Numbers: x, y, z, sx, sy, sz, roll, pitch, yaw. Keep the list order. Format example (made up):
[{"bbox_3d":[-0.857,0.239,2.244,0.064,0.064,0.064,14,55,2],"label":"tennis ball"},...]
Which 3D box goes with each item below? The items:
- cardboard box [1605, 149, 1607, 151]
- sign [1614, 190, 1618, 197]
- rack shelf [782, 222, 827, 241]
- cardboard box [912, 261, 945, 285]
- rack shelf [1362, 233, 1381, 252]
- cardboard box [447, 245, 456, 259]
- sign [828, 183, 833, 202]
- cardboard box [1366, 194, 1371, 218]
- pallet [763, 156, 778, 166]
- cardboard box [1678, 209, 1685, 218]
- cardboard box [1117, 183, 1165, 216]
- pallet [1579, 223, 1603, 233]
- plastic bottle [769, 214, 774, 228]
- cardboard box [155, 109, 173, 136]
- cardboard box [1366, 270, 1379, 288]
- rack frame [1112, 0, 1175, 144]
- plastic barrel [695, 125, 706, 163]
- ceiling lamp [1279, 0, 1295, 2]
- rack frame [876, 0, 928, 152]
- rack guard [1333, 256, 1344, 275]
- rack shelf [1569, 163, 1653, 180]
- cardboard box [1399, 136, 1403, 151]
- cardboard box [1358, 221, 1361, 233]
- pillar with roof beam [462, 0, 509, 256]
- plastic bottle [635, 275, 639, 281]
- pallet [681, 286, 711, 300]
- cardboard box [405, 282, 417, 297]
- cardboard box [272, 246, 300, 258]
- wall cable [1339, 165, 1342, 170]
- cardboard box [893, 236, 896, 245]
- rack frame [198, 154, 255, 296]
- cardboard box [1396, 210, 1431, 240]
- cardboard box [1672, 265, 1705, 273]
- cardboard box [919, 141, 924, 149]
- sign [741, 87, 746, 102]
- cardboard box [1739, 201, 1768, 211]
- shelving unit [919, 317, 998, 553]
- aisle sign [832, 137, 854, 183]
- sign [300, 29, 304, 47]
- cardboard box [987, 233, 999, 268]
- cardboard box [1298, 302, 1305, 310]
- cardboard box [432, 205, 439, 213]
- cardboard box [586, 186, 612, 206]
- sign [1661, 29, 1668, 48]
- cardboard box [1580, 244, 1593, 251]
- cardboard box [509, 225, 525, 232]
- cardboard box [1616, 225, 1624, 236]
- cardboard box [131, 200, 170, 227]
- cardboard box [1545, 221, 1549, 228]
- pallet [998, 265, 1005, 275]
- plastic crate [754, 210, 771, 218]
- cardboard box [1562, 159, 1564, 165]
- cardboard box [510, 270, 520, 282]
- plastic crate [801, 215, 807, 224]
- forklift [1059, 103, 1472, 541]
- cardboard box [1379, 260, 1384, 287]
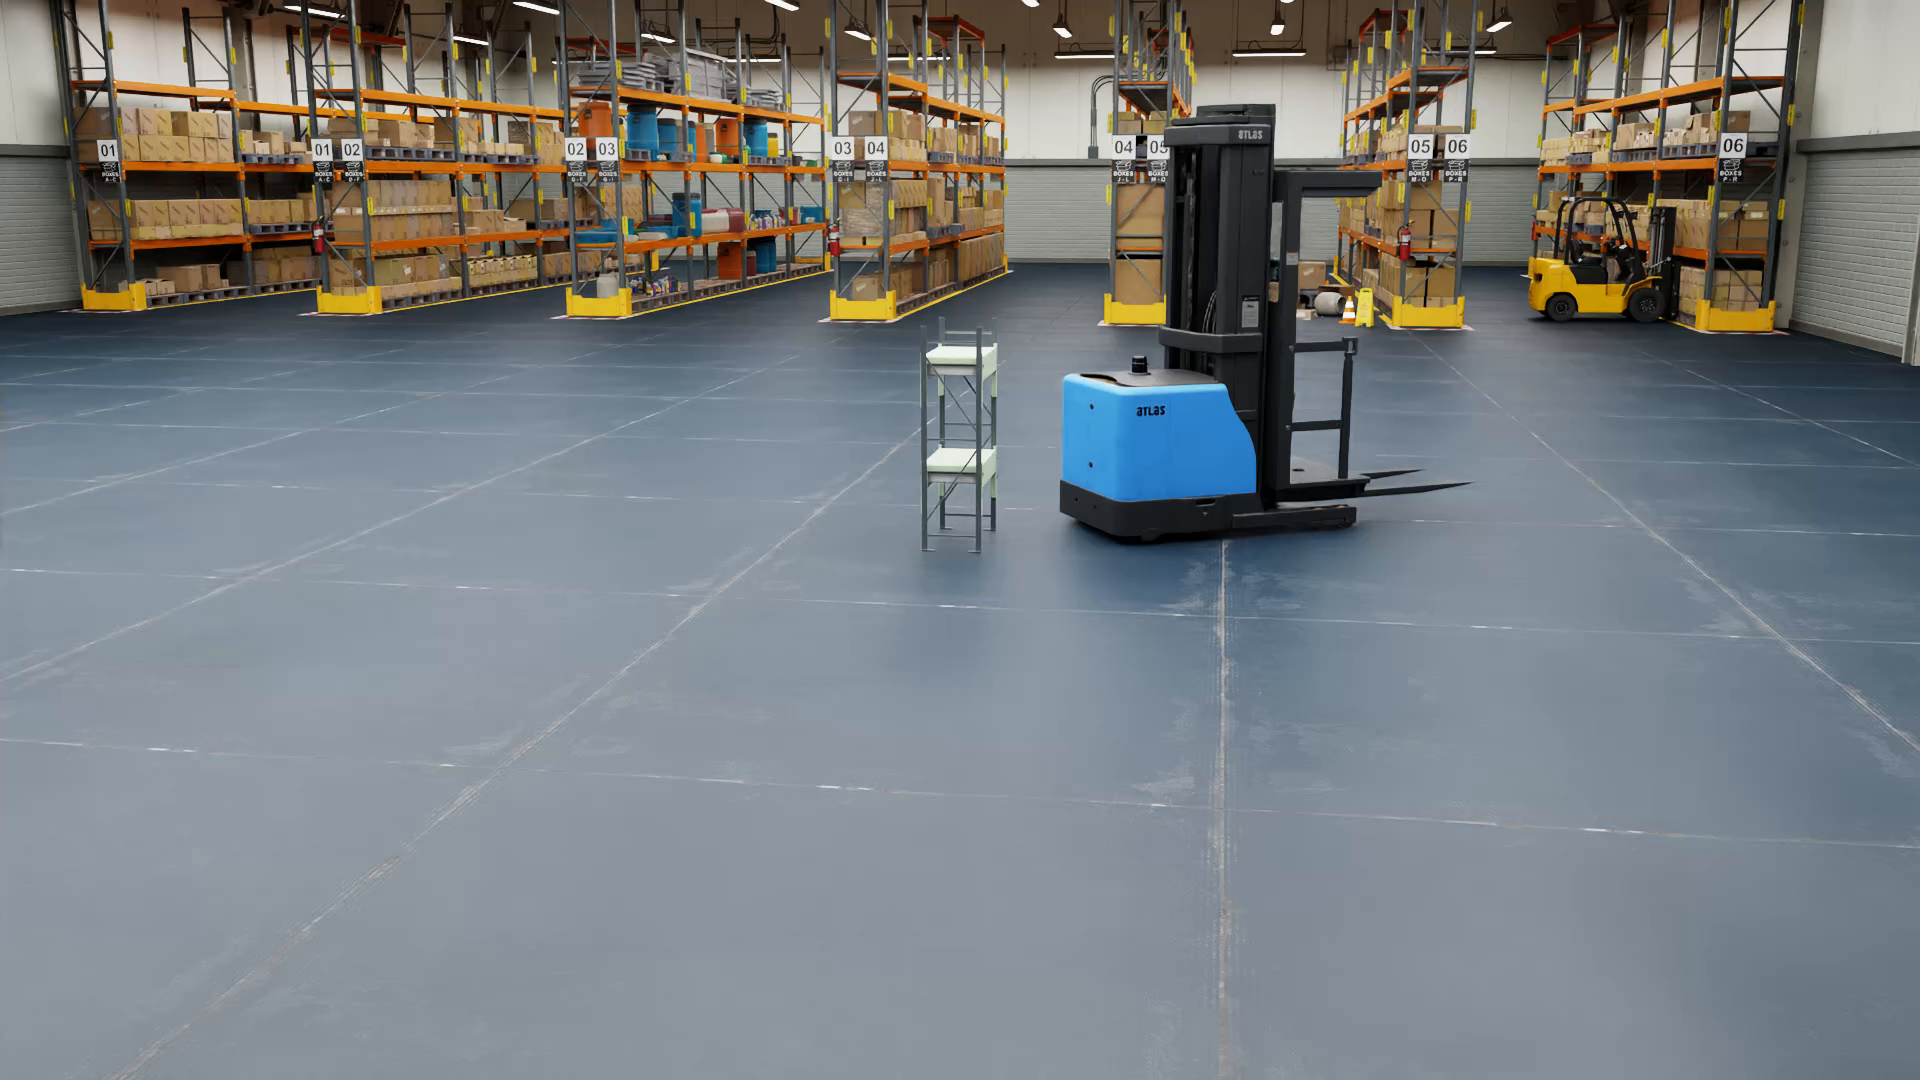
[{"bbox_3d":[14.105,-8.425,35.758,0.380,0.149,0.250,2,12,10],"label":"cardboard box"},{"bbox_3d":[15.328,-8.030,38.886,0.100,0.325,0.005,2,12,9],"label":"sign"},{"bbox_3d":[-4.505,-8.188,44.073,1.077,0.370,4.000,2,12,9],"label":"rack shelf"},{"bbox_3d":[-0.689,-5.867,36.486,0.700,0.500,0.500,1,12,4],"label":"cardboard box"},{"bbox_3d":[8.951,-6.041,34.111,1.077,0.370,4.000,2,12,9],"label":"rack shelf"},{"bbox_3d":[-14.223,-7.791,45.461,0.700,0.500,0.500,2,12,10],"label":"cardboard box"},{"bbox_3d":[-2.309,-6.207,29.677,0.100,0.325,0.005,2,12,9],"label":"sign"},{"bbox_3d":[8.961,-7.122,35.481,0.500,0.500,0.500,2,12,7],"label":"cardboard box"},{"bbox_3d":[-5.008,-9.094,39.901,1.003,0.211,1.213,2,12,9],"label":"pallet"},{"bbox_3d":[12.982,-5.803,29.523,0.380,0.149,0.250,2,12,7],"label":"cardboard box"},{"bbox_3d":[3.217,-5.960,29.109,0.875,0.550,0.550,2,12,9],"label":"cardboard box"},{"bbox_3d":[14.459,-6.960,37.124,1.003,0.211,1.213,2,12,9],"label":"pallet"},{"bbox_3d":[-4.659,-7.858,40.955,0.144,0.351,0.185,2,12,9],"label":"plastic bottle"},{"bbox_3d":[-15.953,-8.242,32.839,0.500,0.500,0.500,2,12,10],"label":"cardboard box"},{"bbox_3d":[9.057,-5.458,34.941,0.950,0.372,0.625,2,12,8],"label":"cardboard box"},{"bbox_3d":[3.122,-8.215,28.254,1.000,3.000,0.127,2,12,9],"label":"rack frame"},{"bbox_3d":[-5.869,-8.666,36.448,0.600,0.830,0.708,2,12,9],"label":"plastic barrel"},{"bbox_3d":[6.465,-11.805,31.055,0.800,3.185,2.000,2,12,9],"label":"ceiling lamp"},{"bbox_3d":[-1.148,-9.230,32.961,1.000,3.000,0.127,2,12,9],"label":"rack frame"},{"bbox_3d":[10.493,-7.257,43.981,1.175,0.500,0.348,2,12,9],"label":"rack guard"},{"bbox_3d":[14.472,-8.180,36.916,1.077,0.370,4.000,2,12,9],"label":"rack shelf"},{"bbox_3d":[7.933,-6.901,28.926,0.500,0.250,0.500,2,12,8],"label":"cardboard box"},{"bbox_3d":[9.143,-6.956,37.006,0.500,0.250,0.500,2,12,10],"label":"cardboard box"},{"bbox_3d":[-10.172,-12.660,48.877,9.100,9.000,0.548,2,12,9],"label":"pillar with roof beam"},{"bbox_3d":[-6.577,-5.223,33.853,0.144,0.351,0.185,2,12,10],"label":"plastic bottle"},{"bbox_3d":[-5.960,-5.259,35.396,1.003,0.211,1.213,2,12,9],"label":"pallet"},{"bbox_3d":[-11.099,-4.960,32.919,0.500,0.250,0.500,2,12,9],"label":"cardboard box"},{"bbox_3d":[-15.499,-6.596,38.087,0.500,0.250,0.500,2,12,8],"label":"cardboard box"},{"bbox_3d":[11.333,-10.161,49.034,0.585,1.953,0.123,2,12,9],"label":"wall cable"},{"bbox_3d":[-1.374,-5.496,30.473,0.380,0.149,0.250,2,12,9],"label":"cardboard box"},{"bbox_3d":[-15.832,-6.779,35.827,1.000,3.000,0.127,2,12,9],"label":"rack frame"},{"bbox_3d":[7.840,-5.460,28.763,0.500,0.500,0.500,2,12,8],"label":"cardboard box"},{"bbox_3d":[12.922,-4.756,29.600,0.500,0.250,0.500,2,12,8],"label":"cardboard box"},{"bbox_3d":[-0.913,-7.808,32.893,0.380,0.149,0.250,2,12,10],"label":"cardboard box"},{"bbox_3d":[-4.883,-10.049,37.527,0.100,0.325,0.005,2,12,9],"label":"sign"},{"bbox_3d":[13.196,-5.558,27.679,0.380,0.149,0.250,2,12,8],"label":"cardboard box"},{"bbox_3d":[-0.001,-0.732,11.329,0.431,1.500,0.755,2,12,9],"label":"shelving unit"},{"bbox_3d":[-2.070,-6.732,29.441,0.394,0.787,0.004,2,12,9],"label":"aisle sign"},{"bbox_3d":[-12.086,-9.235,30.579,0.100,0.325,0.005,2,12,9],"label":"sign"},{"bbox_3d":[0.538,-7.637,43.855,0.875,0.875,0.875,2,12,9],"label":"cardboard box"},{"bbox_3d":[6.398,-4.539,31.927,0.258,0.266,0.396,-7,14,-30],"label":"cardboard box"},{"bbox_3d":[-10.884,-6.761,33.967,0.380,0.149,0.250,2,12,9],"label":"cardboard box"},{"bbox_3d":[-9.356,-8.911,43.110,0.500,0.500,0.500,2,12,10],"label":"cardboard box"},{"bbox_3d":[13.011,-9.259,30.692,0.100,0.325,0.005,2,12,9],"label":"sign"},{"bbox_3d":[14.469,-6.805,38.643,0.380,0.149,0.250,1,12,6],"label":"cardboard box"},{"bbox_3d":[-10.186,-7.133,38.066,0.380,0.149,0.250,2,12,9],"label":"cardboard box"},{"bbox_3d":[13.700,-6.279,33.864,0.500,0.250,0.500,1,12,7],"label":"cardboard box"},{"bbox_3d":[-15.991,-6.441,32.790,0.500,0.500,0.500,2,12,9],"label":"cardboard box"},{"bbox_3d":[14.825,-7.865,41.465,0.380,0.149,0.250,2,12,7],"label":"cardboard box"},{"bbox_3d":[0.651,-7.263,44.694,1.003,0.211,1.213,2,12,9],"label":"pallet"},{"bbox_3d":[-5.077,-8.253,42.563,0.392,0.384,0.575,2,12,9],"label":"plastic crate"},{"bbox_3d":[14.675,-9.067,39.921,0.380,0.149,0.250,2,12,8],"label":"cardboard box"},{"bbox_3d":[-10.317,-5.983,37.667,0.500,0.250,0.500,2,12,10],"label":"cardboard box"},{"bbox_3d":[-4.259,-8.467,43.918,0.416,0.233,0.300,2,12,9],"label":"plastic crate"},{"bbox_3d":[2.295,-1.596,11.942,3.031,2.935,1.130,-5,13,-21],"label":"forklift"},{"bbox_3d":[8.286,-5.090,31.740,0.500,0.500,0.500,2,12,11],"label":"cardboard box"}]
